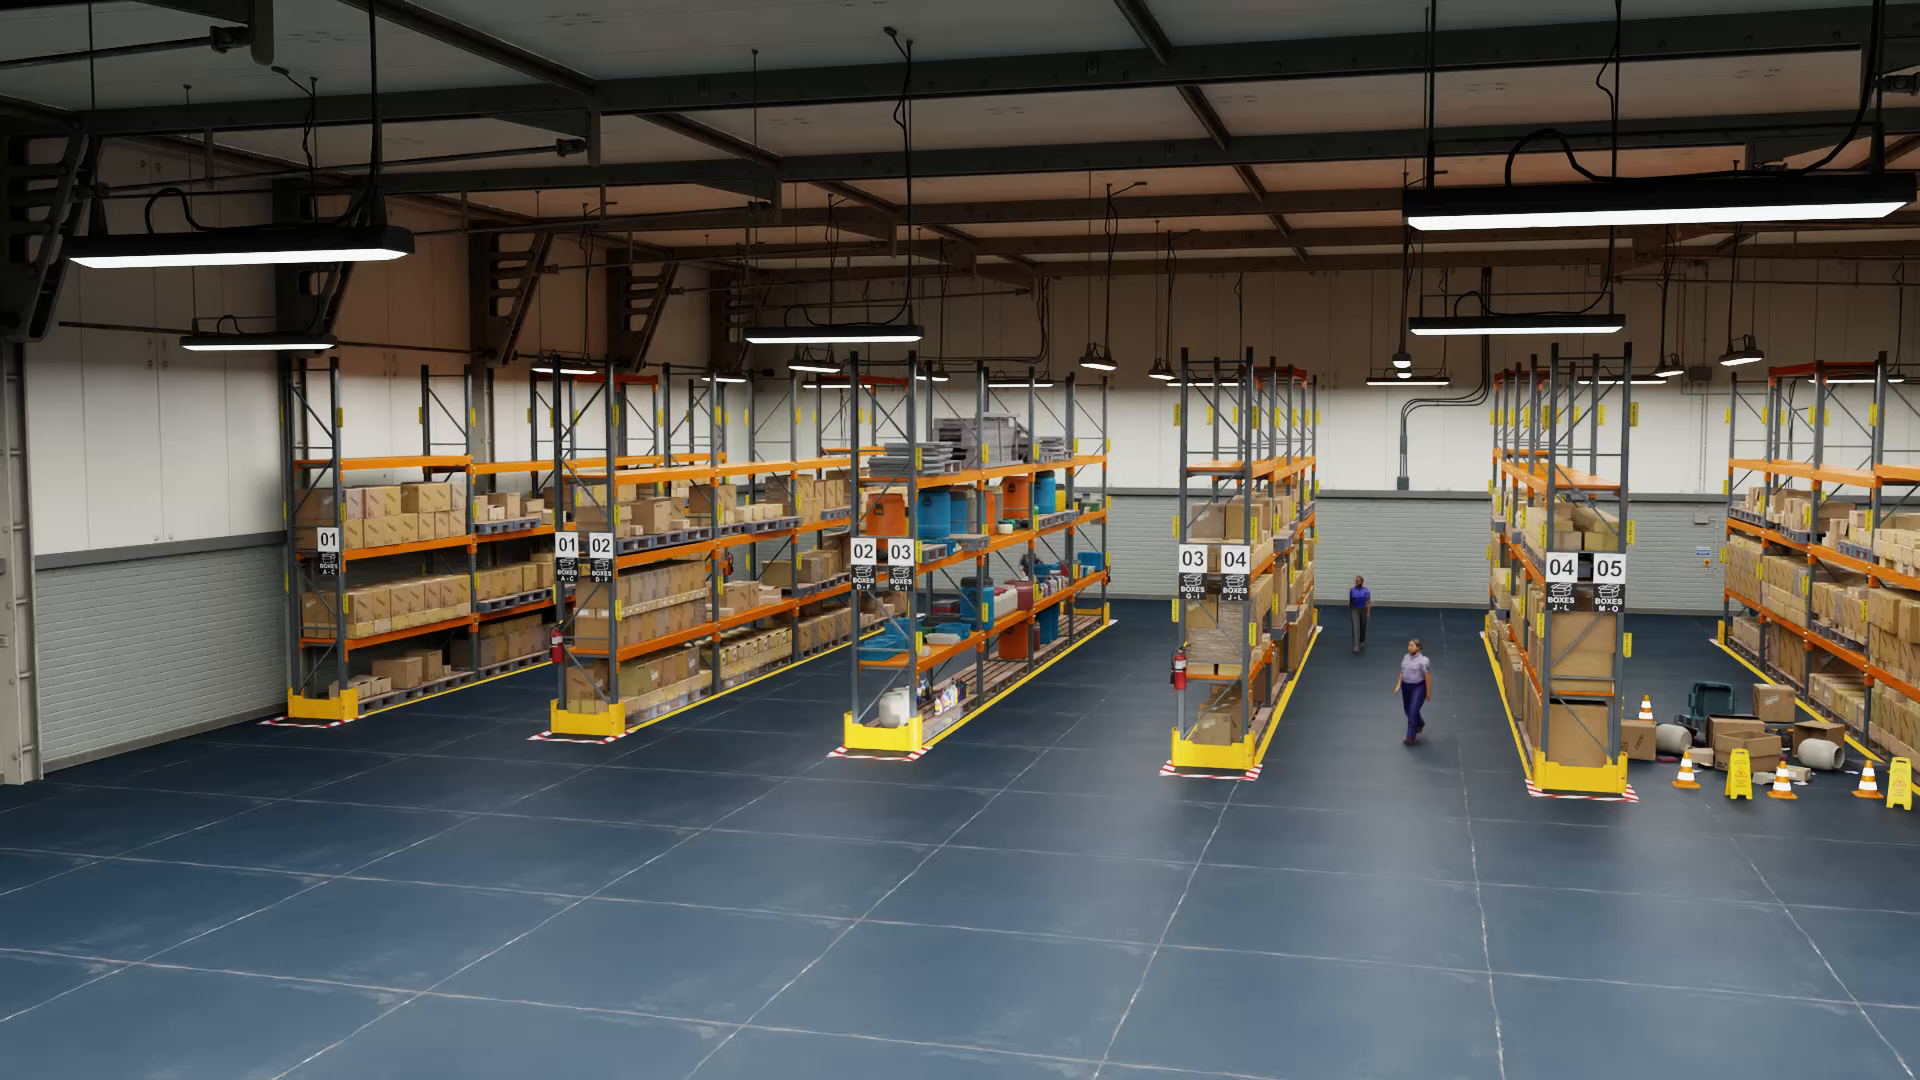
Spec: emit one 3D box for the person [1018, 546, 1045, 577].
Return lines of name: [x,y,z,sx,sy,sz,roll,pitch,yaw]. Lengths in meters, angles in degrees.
person: [1.897,0.997,44.054,0.670,1.546,0.721,2,5,26]

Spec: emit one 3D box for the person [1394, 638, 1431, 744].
person: [7.039,2.306,25.704,0.535,1.578,1.006,4,6,43]

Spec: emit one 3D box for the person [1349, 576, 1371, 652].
person: [8.602,1.569,35.751,0.450,1.580,1.033,1,4,13]

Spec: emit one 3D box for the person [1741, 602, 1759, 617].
person: [19.077,1.247,40.033,0.454,1.590,0.450,1,4,11]
